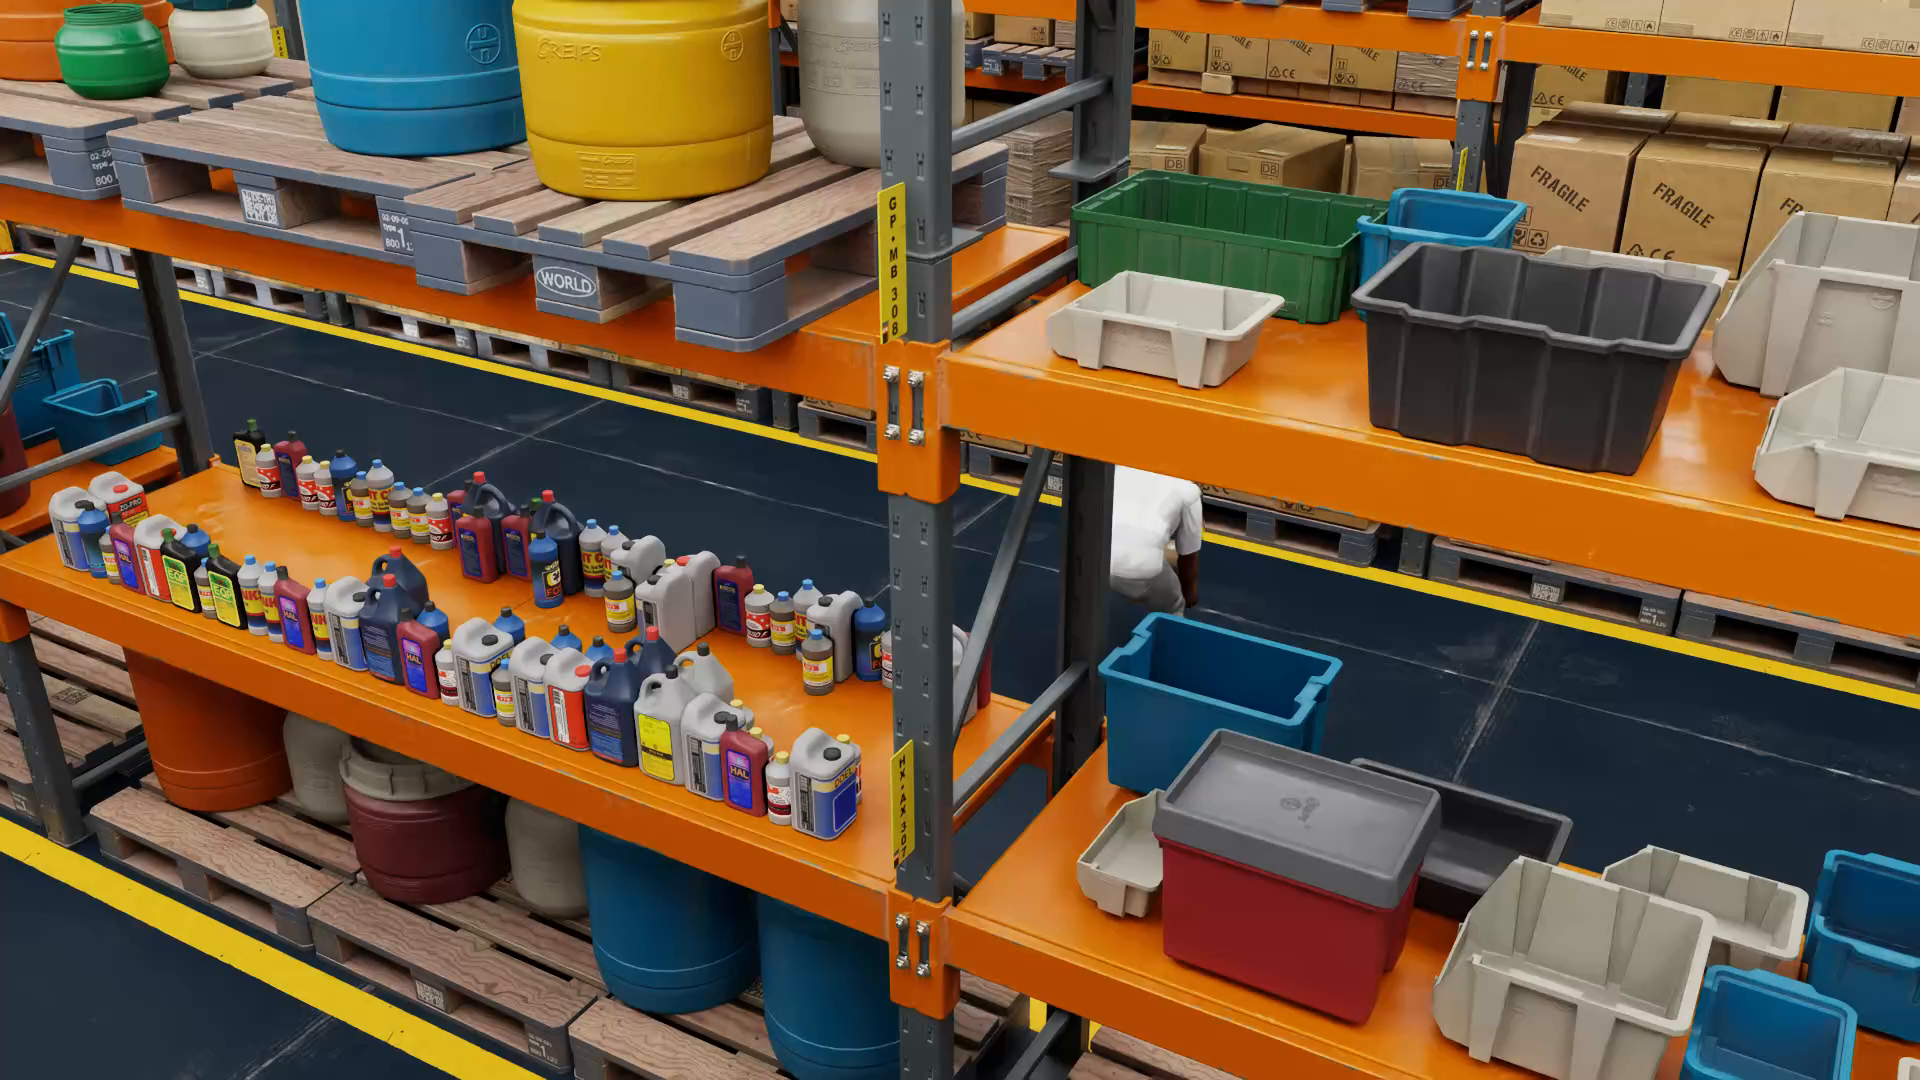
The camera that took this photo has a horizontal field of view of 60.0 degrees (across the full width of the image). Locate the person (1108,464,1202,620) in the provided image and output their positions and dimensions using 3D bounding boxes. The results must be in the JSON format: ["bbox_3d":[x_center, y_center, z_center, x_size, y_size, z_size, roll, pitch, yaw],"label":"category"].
[{"bbox_3d":[0.804,0.139,7.574,0.515,1.083,0.966,13,29,24],"label":"person"}]
